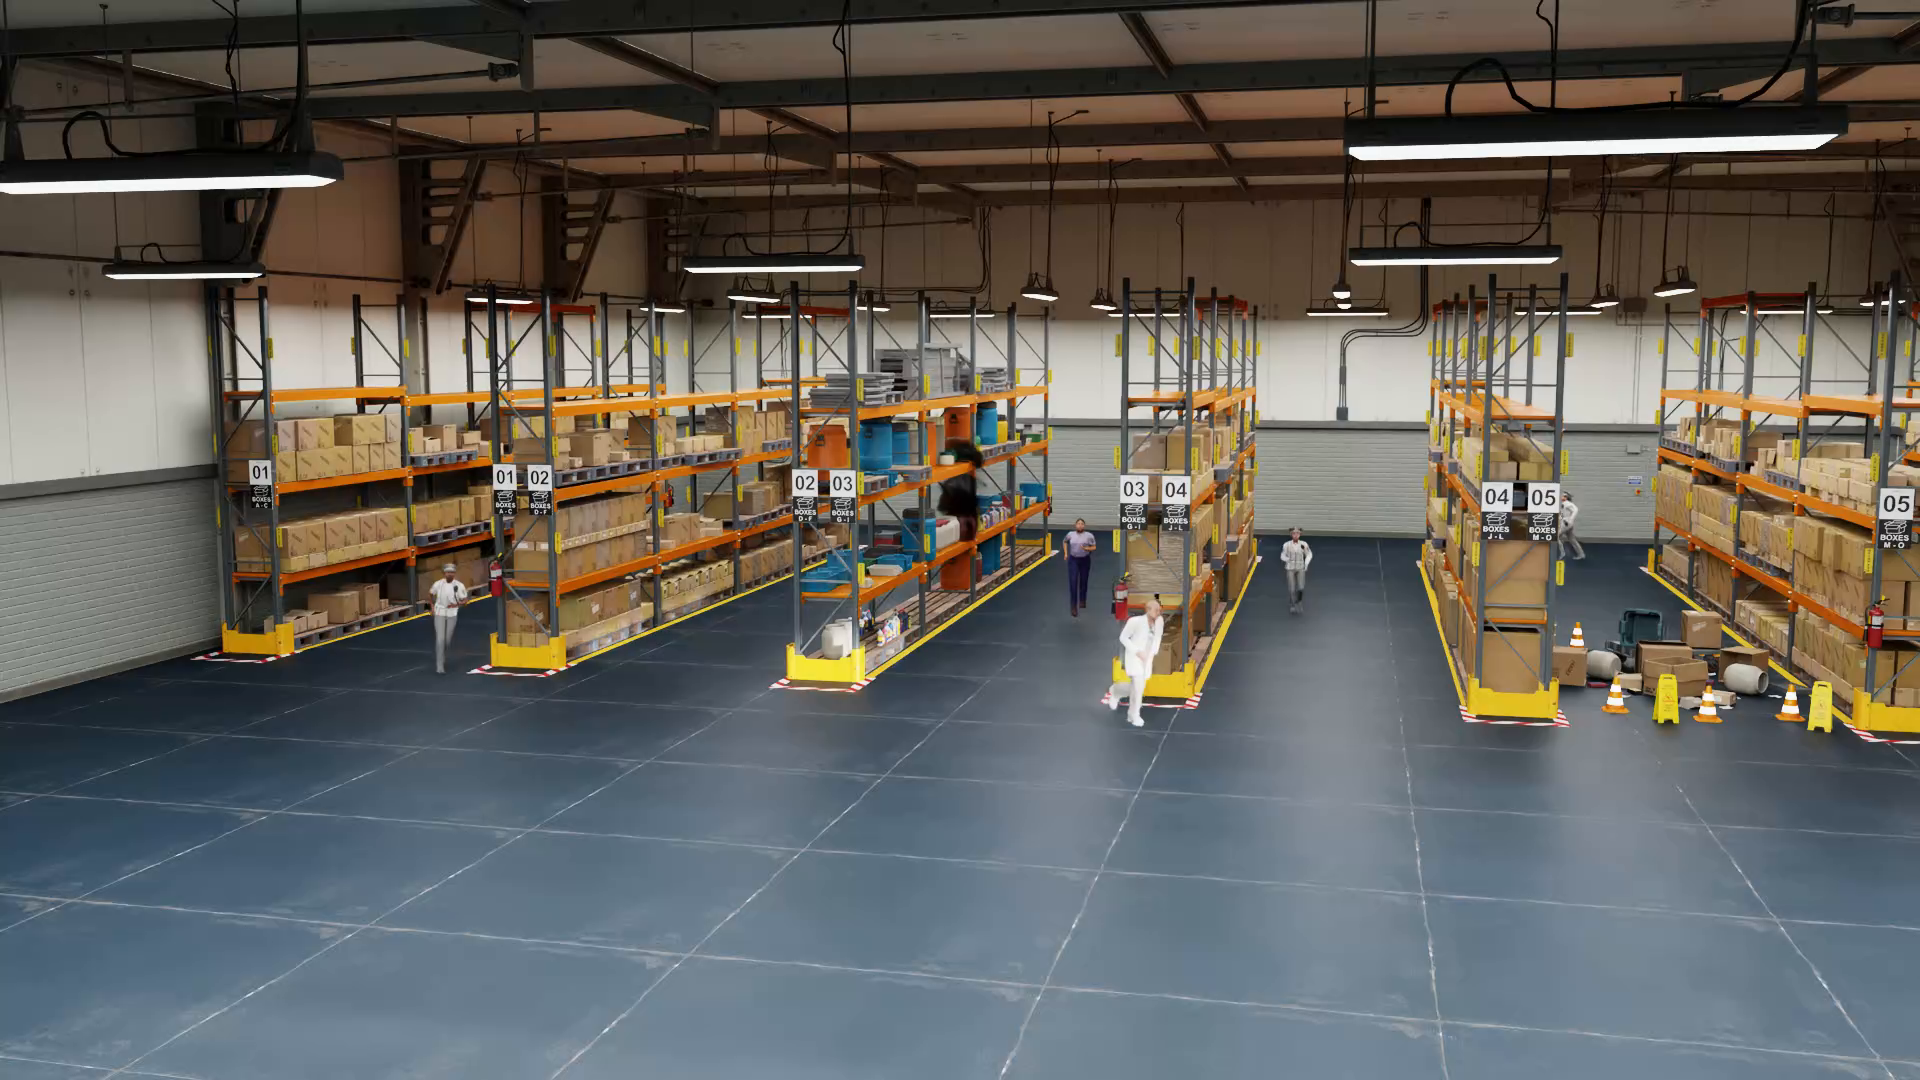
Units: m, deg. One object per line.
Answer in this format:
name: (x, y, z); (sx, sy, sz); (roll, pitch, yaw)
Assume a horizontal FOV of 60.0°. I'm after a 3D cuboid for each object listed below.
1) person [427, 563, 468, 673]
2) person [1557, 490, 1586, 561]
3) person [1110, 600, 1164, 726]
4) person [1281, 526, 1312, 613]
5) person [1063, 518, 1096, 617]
person: (-8.035, 1.201, 26.121); (0.611, 1.694, 0.810); (-2, 7, -17)
person: (14.252, -0.316, 39.004); (0.852, 1.705, 0.622); (3, 7, 22)
person: (2.366, 1.613, 22.454); (0.710, 1.698, 0.913); (-4, 8, -32)
person: (6.327, 0.567, 31.367); (0.560, 1.656, 0.599); (1, 7, 11)
person: (2.150, 0.476, 29.905); (0.580, 1.725, 0.732); (0, 7, 0)
